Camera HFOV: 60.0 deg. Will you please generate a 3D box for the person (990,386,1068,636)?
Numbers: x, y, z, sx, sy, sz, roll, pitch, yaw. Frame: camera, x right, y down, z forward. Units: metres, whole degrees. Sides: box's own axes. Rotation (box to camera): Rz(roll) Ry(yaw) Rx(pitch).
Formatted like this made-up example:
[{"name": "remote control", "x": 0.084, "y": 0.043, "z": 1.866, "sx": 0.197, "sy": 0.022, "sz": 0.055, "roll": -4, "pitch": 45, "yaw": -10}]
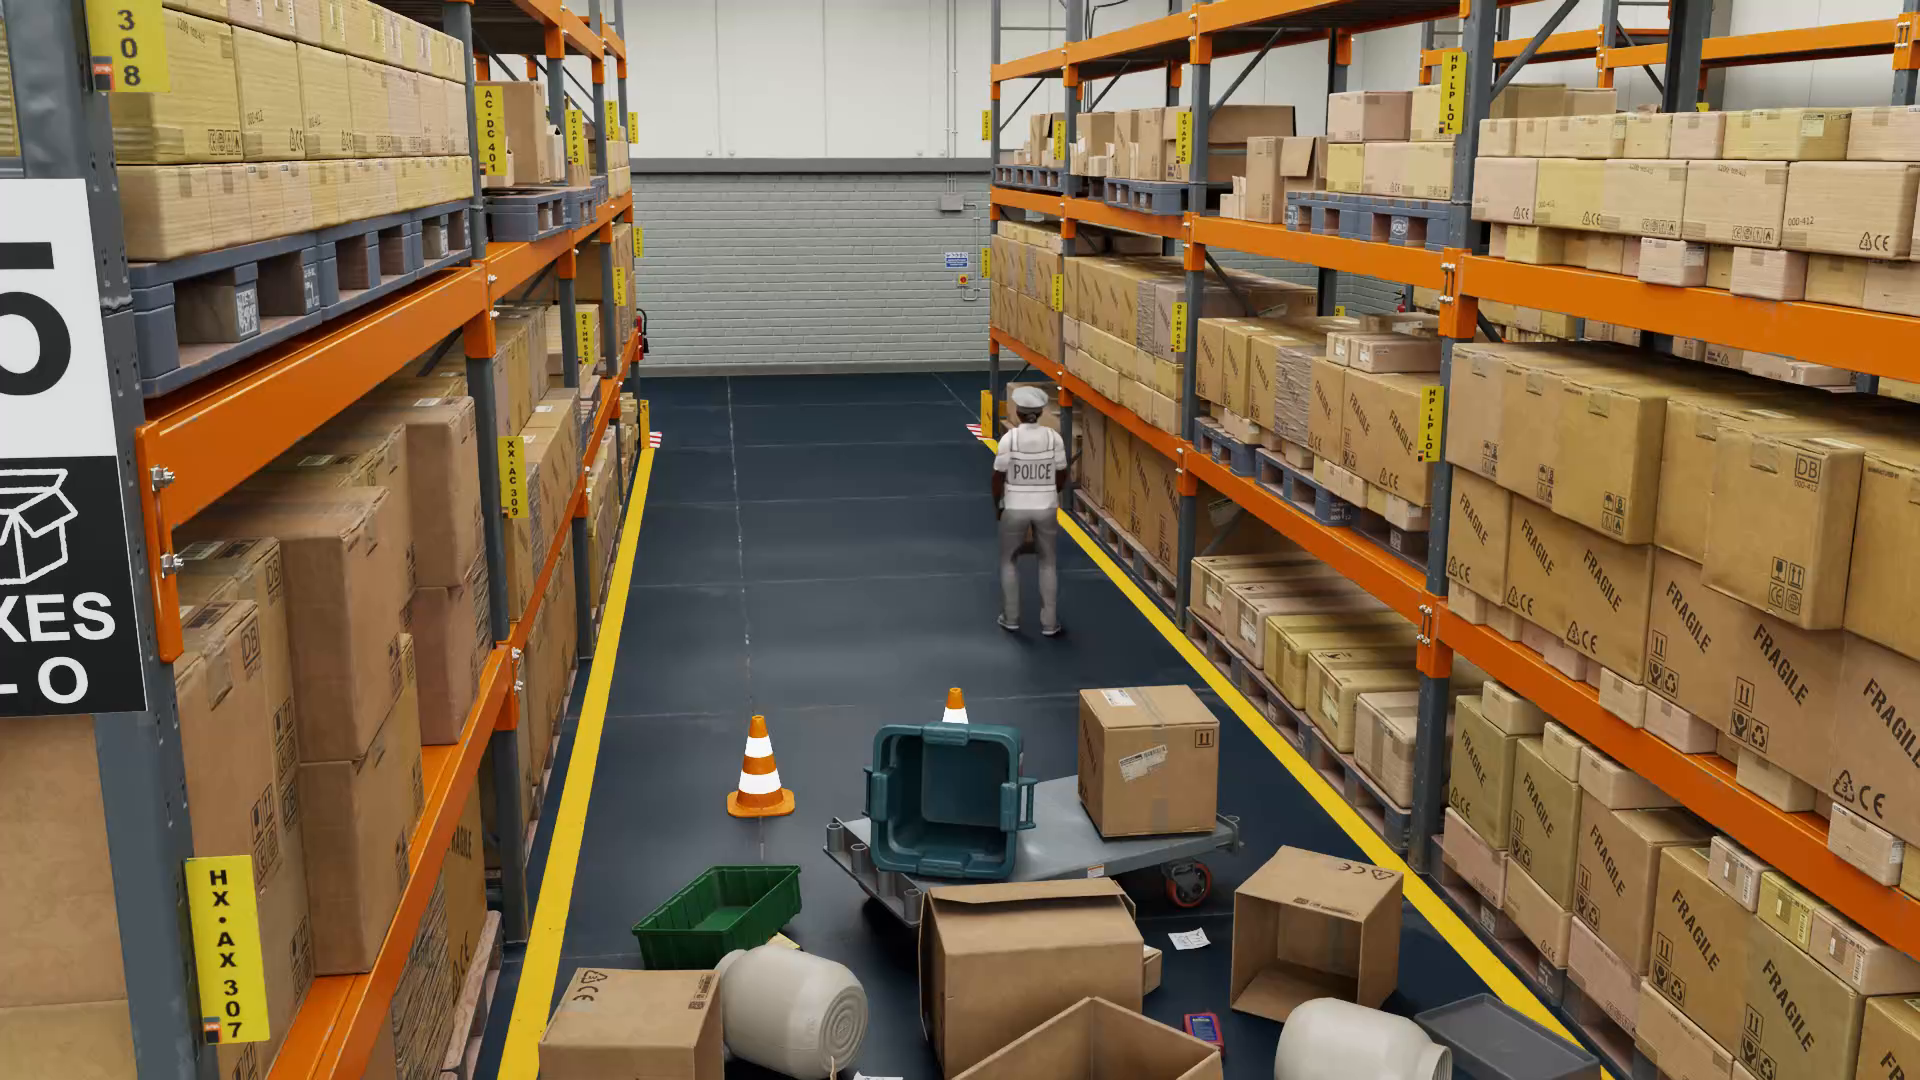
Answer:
[{"name": "person", "x": 0.462, "y": -0.203, "z": 11.298, "sx": 0.532, "sy": 1.688, "sz": 0.452, "roll": -1, "pitch": 13, "yaw": -6}]
